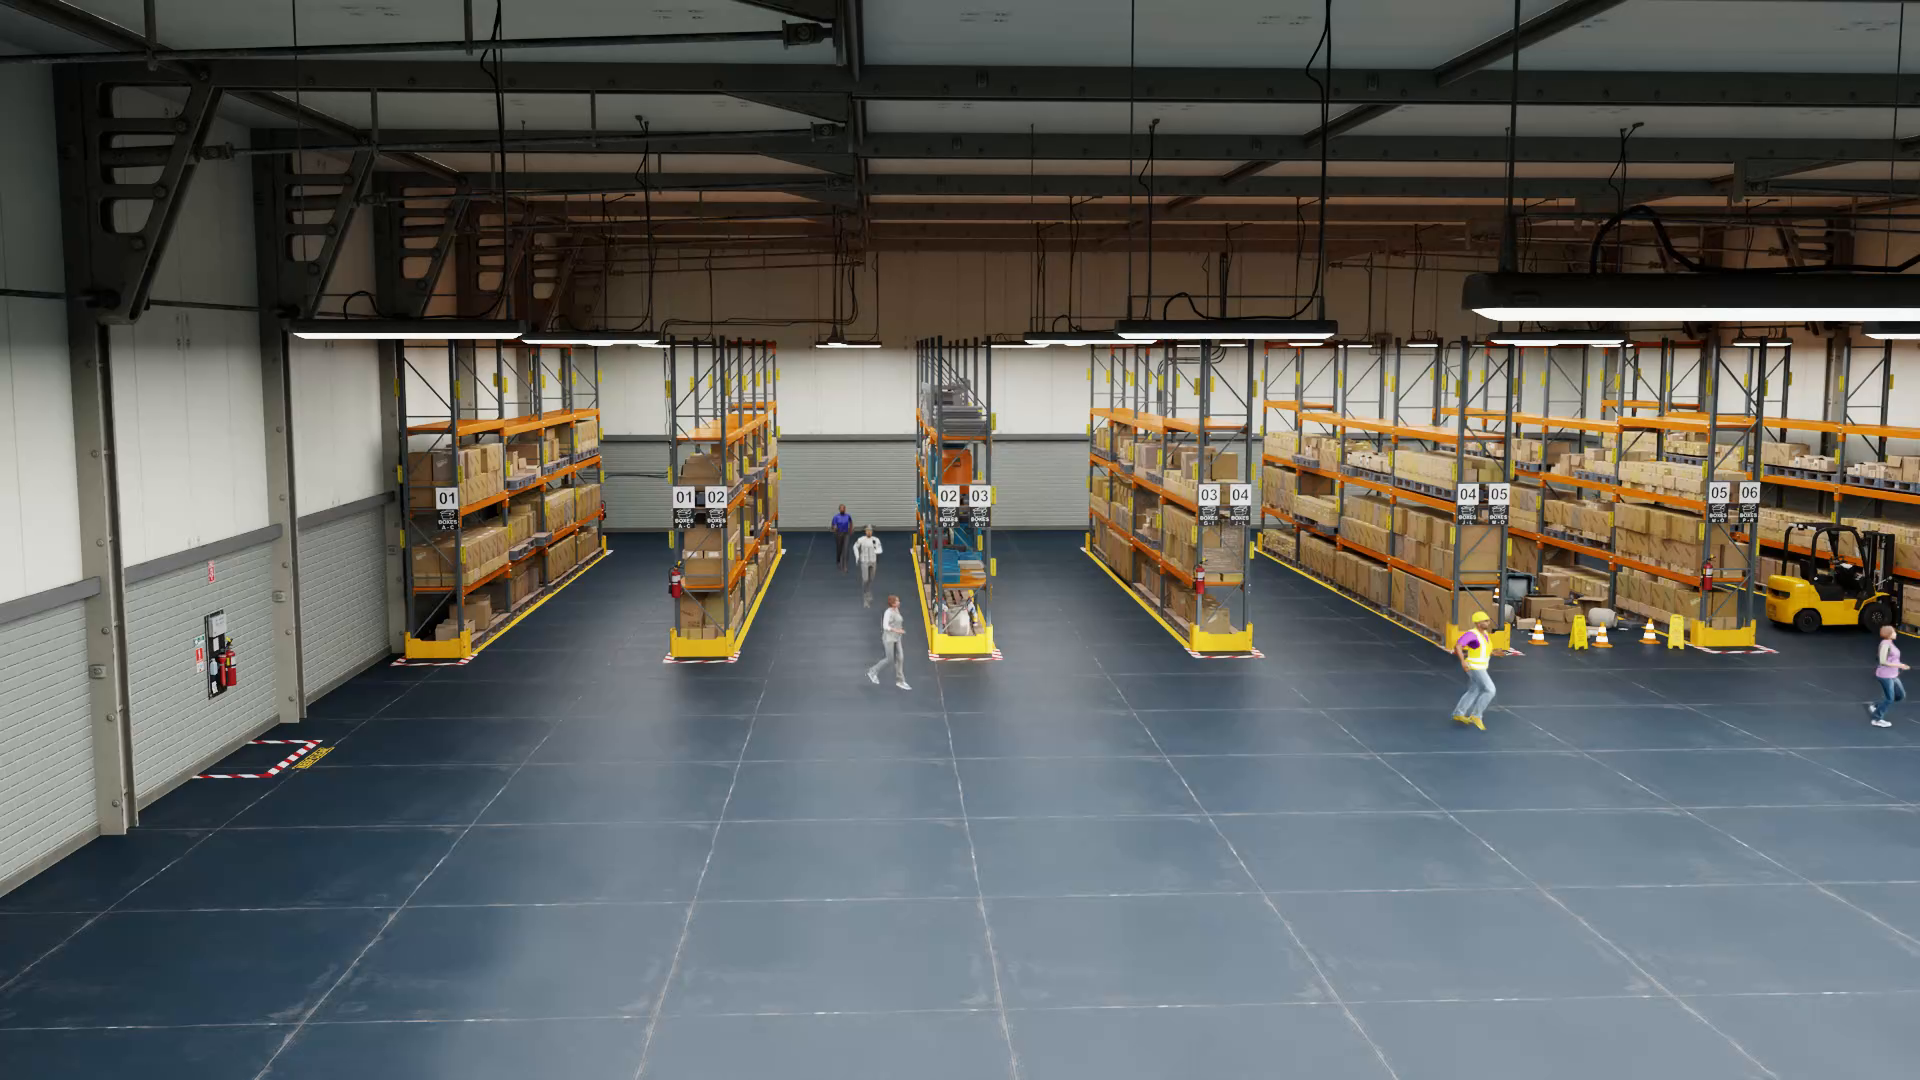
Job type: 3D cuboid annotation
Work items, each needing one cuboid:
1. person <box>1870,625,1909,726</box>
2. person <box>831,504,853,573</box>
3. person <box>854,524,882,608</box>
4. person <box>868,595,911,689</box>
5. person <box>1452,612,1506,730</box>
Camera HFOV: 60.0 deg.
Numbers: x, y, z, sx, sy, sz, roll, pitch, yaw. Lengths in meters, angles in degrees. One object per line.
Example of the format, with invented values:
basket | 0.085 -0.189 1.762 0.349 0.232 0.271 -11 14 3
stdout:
person | 14.175 2.073 25.320 0.536 1.556 0.526 6 9 40
person | -2.911 -0.059 41.293 0.579 1.671 0.786 -2 7 -14
person | -1.966 0.546 35.831 0.576 1.794 0.705 -1 7 -12
person | -1.192 1.723 28.305 0.770 1.613 0.565 3 7 23
person | 7.914 1.989 25.372 0.739 1.802 0.683 3 7 28
